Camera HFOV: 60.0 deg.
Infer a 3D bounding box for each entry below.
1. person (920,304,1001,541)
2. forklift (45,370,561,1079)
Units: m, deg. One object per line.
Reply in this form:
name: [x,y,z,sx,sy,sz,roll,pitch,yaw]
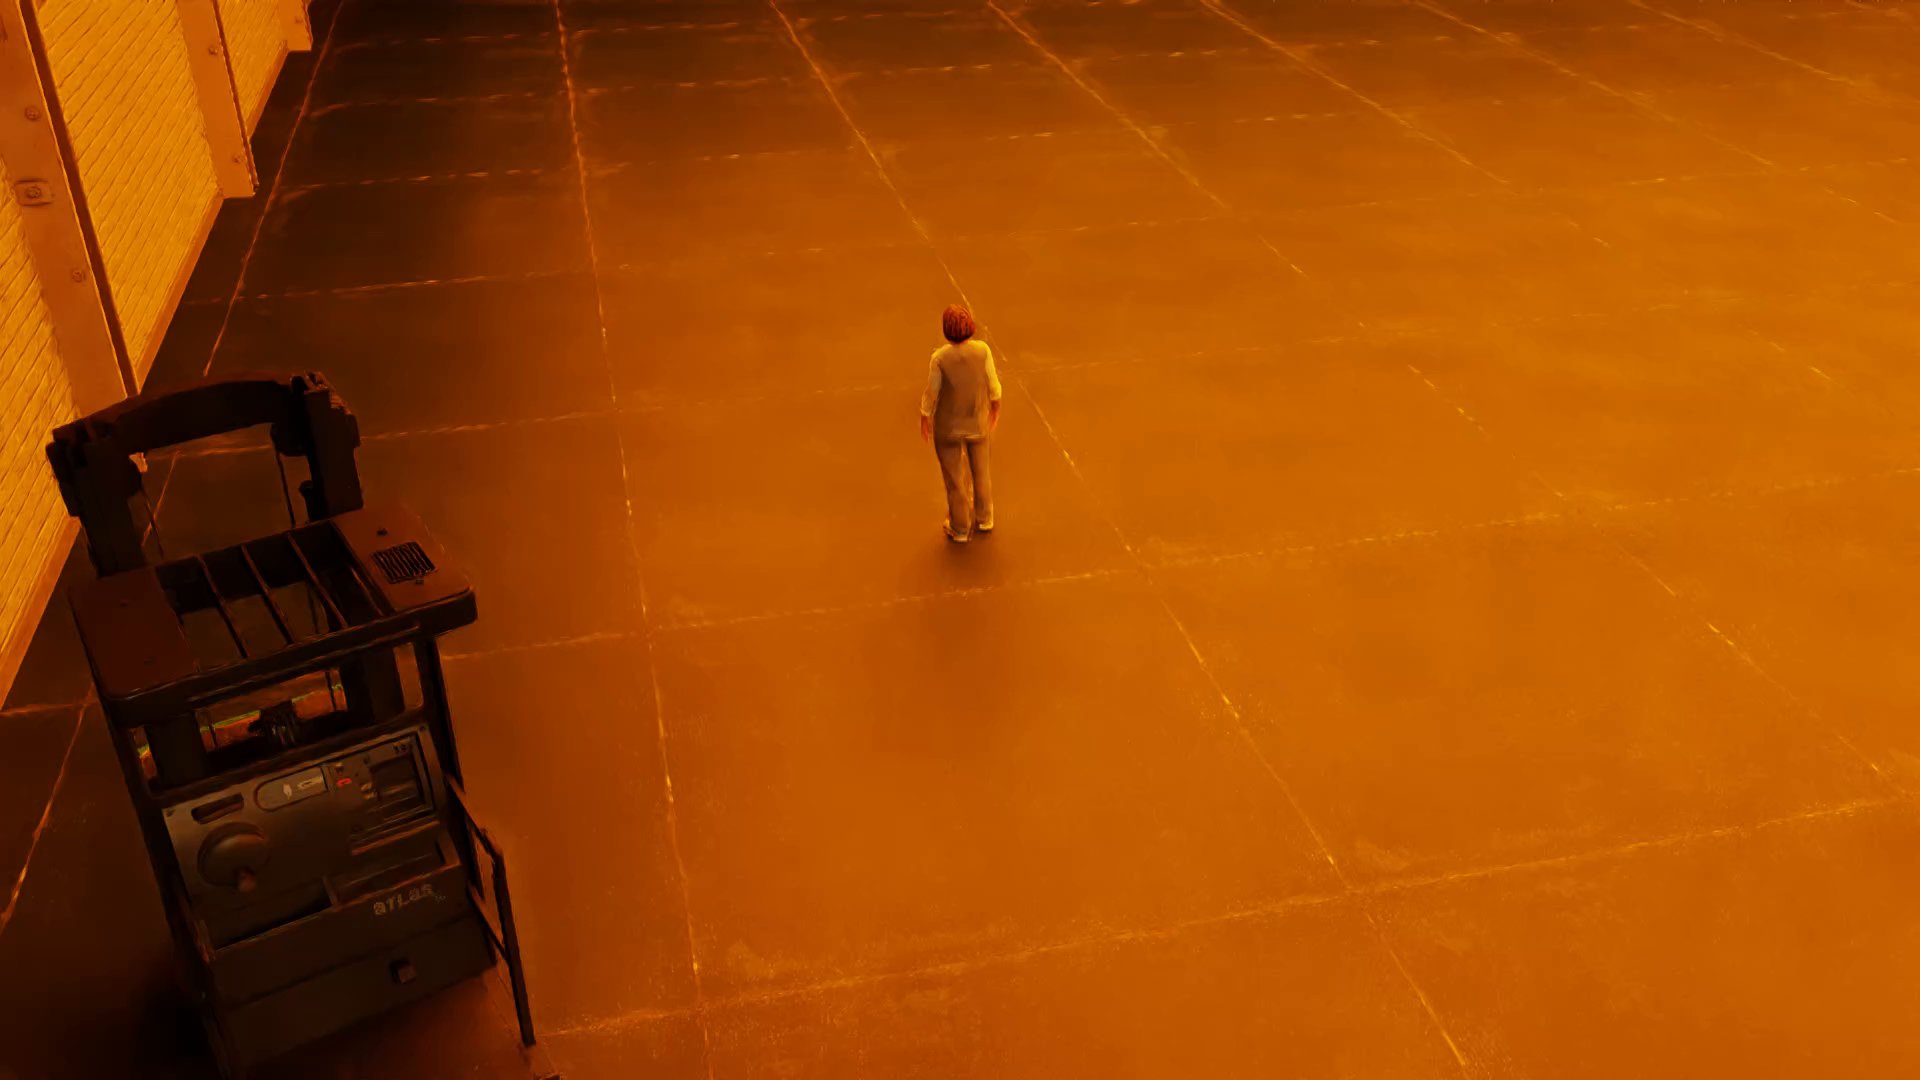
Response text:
person: [-0.004,-0.735,10.161,0.521,1.597,0.474,-7,31,-12]
forklift: [-2.227,1.009,5.832,1.130,2.935,3.031,-18,35,-29]
